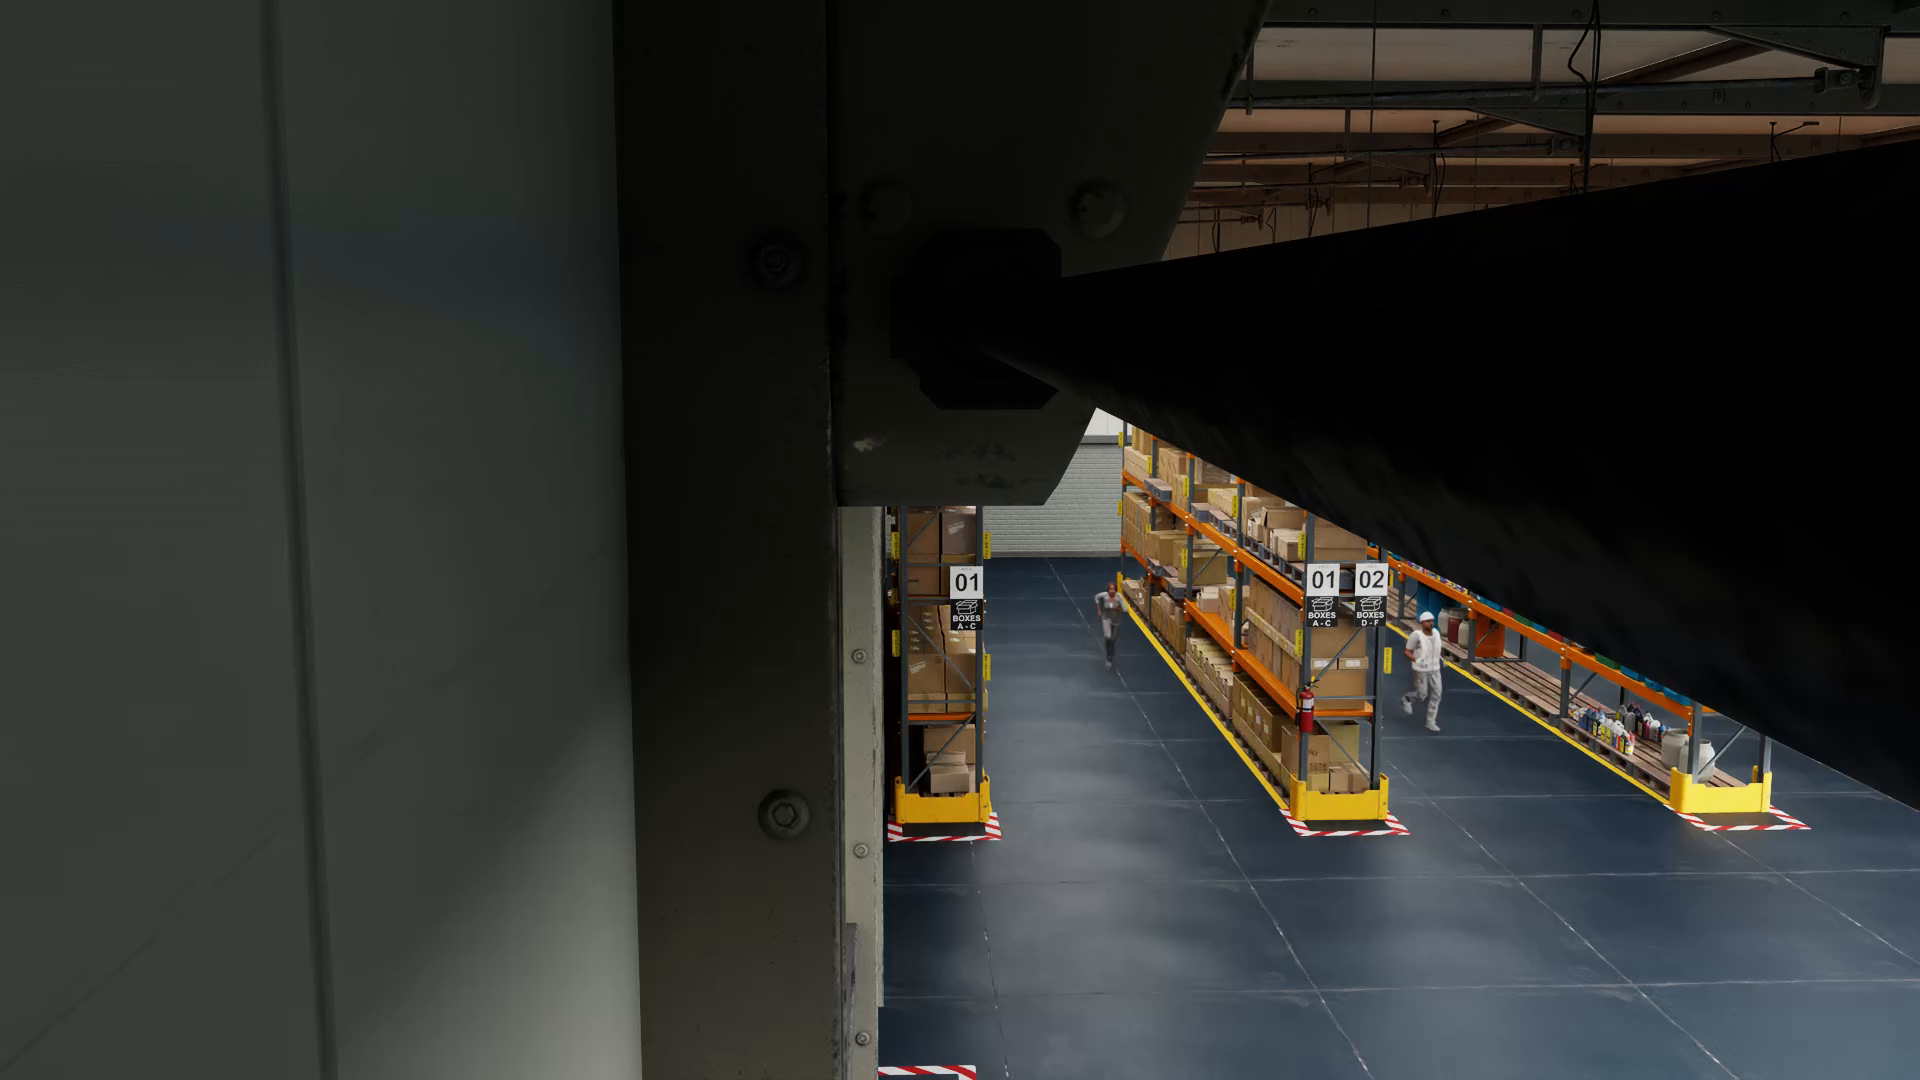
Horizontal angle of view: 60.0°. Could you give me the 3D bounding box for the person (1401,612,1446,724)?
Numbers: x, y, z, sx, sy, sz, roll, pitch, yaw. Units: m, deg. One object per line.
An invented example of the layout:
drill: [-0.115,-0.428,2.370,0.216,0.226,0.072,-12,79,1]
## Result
person: [7.009,1.918,25.081,0.683,1.699,0.723,-3,9,-19]

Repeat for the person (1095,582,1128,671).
person: [2.641,1.473,29.108,0.530,1.564,0.859,0,8,-3]
